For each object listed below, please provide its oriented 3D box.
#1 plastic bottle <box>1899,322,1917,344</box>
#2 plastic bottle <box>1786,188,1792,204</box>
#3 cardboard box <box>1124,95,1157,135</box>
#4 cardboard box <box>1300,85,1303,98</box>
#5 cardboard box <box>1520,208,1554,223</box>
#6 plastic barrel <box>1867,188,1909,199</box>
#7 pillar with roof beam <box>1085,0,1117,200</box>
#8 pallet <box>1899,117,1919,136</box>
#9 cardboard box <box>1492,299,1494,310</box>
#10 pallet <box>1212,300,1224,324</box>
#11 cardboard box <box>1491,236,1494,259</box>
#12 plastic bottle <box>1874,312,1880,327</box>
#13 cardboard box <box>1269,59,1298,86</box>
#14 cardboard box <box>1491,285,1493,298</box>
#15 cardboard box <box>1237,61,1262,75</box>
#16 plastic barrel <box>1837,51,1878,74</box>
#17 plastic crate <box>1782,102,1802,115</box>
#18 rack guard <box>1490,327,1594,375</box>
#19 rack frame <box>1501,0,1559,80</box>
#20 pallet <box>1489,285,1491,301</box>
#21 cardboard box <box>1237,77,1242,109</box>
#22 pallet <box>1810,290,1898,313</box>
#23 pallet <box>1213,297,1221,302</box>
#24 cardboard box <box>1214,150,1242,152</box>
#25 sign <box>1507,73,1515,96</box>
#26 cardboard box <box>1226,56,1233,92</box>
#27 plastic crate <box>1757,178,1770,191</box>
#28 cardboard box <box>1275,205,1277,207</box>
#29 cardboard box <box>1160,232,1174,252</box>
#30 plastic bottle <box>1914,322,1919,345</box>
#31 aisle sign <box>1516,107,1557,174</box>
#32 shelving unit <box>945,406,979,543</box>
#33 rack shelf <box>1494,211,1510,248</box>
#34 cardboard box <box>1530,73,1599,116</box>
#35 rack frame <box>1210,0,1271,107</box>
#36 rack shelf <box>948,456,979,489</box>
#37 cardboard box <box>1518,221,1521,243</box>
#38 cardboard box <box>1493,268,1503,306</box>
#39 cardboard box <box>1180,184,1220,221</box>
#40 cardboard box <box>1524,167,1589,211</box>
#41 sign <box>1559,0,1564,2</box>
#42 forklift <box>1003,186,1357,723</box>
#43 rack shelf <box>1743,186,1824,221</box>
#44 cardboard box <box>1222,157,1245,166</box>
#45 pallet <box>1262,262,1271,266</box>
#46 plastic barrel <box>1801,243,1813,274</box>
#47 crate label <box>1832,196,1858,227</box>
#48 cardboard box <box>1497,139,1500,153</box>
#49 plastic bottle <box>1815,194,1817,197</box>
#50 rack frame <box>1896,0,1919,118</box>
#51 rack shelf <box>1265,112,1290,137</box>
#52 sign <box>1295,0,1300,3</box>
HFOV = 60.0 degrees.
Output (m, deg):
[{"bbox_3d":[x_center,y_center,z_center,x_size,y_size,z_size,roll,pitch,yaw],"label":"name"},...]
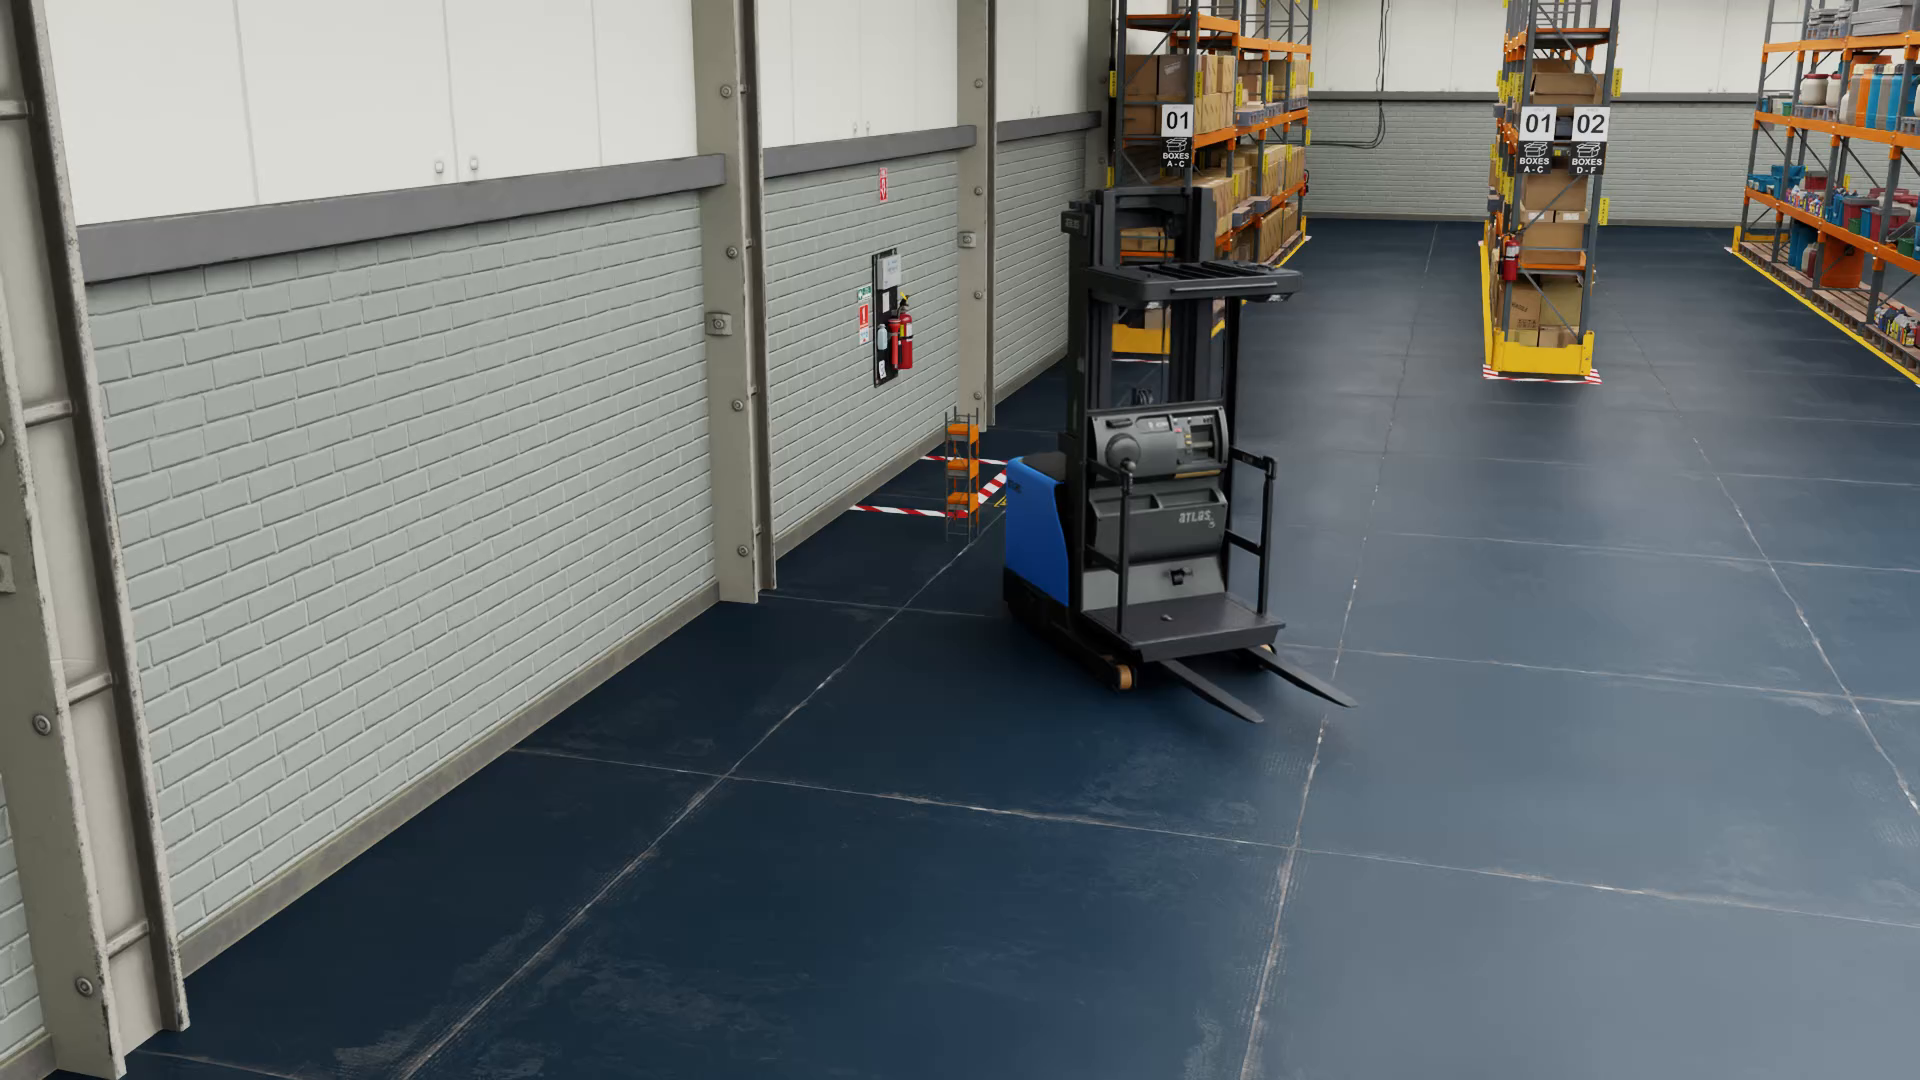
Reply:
[{"bbox_3d":[12.200,-2.658,21.390,0.152,0.276,0.135,5,17,16],"label":"plastic bottle"},{"bbox_3d":[14.860,-6.164,29.780,0.061,0.283,0.133,5,16,16],"label":"plastic bottle"},{"bbox_3d":[2.378,-5.577,21.777,0.500,0.500,0.500,6,17,20],"label":"cardboard box"},{"bbox_3d":[6.806,-9.269,34.337,0.500,0.250,0.500,4,16,14],"label":"cardboard box"},{"bbox_3d":[7.179,-4.039,20.700,0.380,0.149,0.250,4,16,15],"label":"cardboard box"},{"bbox_3d":[14.433,-5.192,25.889,0.600,0.536,0.708,5,16,16],"label":"plastic barrel"},{"bbox_3d":[6.000,-6.750,20.635,9.100,9.000,0.400,5,16,16],"label":"pillar with roof beam"},{"bbox_3d":[13.026,-5.381,21.653,1.213,0.211,1.003,5,16,16],"label":"pallet"},{"bbox_3d":[7.820,-3.261,23.600,0.500,0.250,0.500,5,16,16],"label":"cardboard box"},{"bbox_3d":[3.482,-3.474,25.189,1.003,0.211,1.213,5,16,16],"label":"pallet"},{"bbox_3d":[9.858,-5.202,29.947,0.500,0.500,0.500,4,16,14],"label":"cardboard box"},{"bbox_3d":[12.598,-3.015,22.783,0.097,0.201,0.097,0,16,0],"label":"plastic bottle"},{"bbox_3d":[6.384,-9.233,32.836,0.500,0.500,0.500,4,16,15],"label":"cardboard box"},{"bbox_3d":[8.520,-3.887,25.805,0.500,0.250,0.500,5,17,17],"label":"cardboard box"},{"bbox_3d":[5.394,-8.785,30.943,0.500,0.250,0.500,4,16,14],"label":"cardboard box"},{"bbox_3d":[15.073,-7.746,27.957,0.600,0.901,0.708,5,16,16],"label":"plastic barrel"},{"bbox_3d":[15.364,-7.944,30.649,0.416,0.233,0.300,5,16,16],"label":"plastic crate"},{"bbox_3d":[7.246,-2.355,20.716,1.175,0.500,0.348,5,16,16],"label":"rack guard"},{"bbox_3d":[11.800,-10.636,34.337,1.000,3.000,0.127,5,16,16],"label":"rack frame"},{"bbox_3d":[9.255,-4.103,27.408,1.003,0.211,1.213,5,16,16],"label":"pallet"},{"bbox_3d":[4.222,-7.146,26.578,0.500,0.500,0.500,4,16,14],"label":"cardboard box"},{"bbox_3d":[14.017,-3.731,26.095,1.003,0.211,1.213,5,16,16],"label":"pallet"},{"bbox_3d":[3.859,-3.856,26.537,1.003,0.211,1.213,5,16,16],"label":"pallet"},{"bbox_3d":[4.807,-6.876,29.934,0.500,0.250,0.500,4,16,14],"label":"cardboard box"},{"bbox_3d":[7.867,-6.493,23.703,0.100,0.325,0.005,5,16,16],"label":"sign"},{"bbox_3d":[3.610,-6.678,23.828,0.500,0.500,0.500,6,17,19],"label":"cardboard box"},{"bbox_3d":[15.788,-6.930,32.460,0.416,0.233,0.300,5,16,16],"label":"plastic crate"},{"bbox_3d":[6.504,-7.037,35.266,0.380,0.149,0.250,5,17,17],"label":"cardboard box"},{"bbox_3d":[2.946,-3.988,22.129,0.500,0.250,0.500,4,16,14],"label":"cardboard box"},{"bbox_3d":[12.303,-2.654,21.361,0.061,0.283,0.133,5,16,16],"label":"plastic bottle"},{"bbox_3d":[6.953,-4.820,20.062,0.394,0.787,0.004,5,16,16],"label":"aisle sign"},{"bbox_3d":[0.015,-0.519,13.235,0.215,1.050,0.252,5,16,16],"label":"shelving unit"},{"bbox_3d":[8.958,-4.788,26.030,1.077,0.370,4.000,5,16,16],"label":"rack shelf"},{"bbox_3d":[7.420,-5.476,20.426,0.797,0.503,0.637,6,17,20],"label":"cardboard box"},{"bbox_3d":[4.776,-8.926,28.309,1.000,3.000,0.127,5,16,16],"label":"rack frame"},{"bbox_3d":[0.015,-0.509,13.238,0.215,0.259,0.240,5,16,16],"label":"rack shelf"},{"bbox_3d":[7.689,-4.000,21.753,0.700,0.500,0.500,5,17,16],"label":"cardboard box"},{"bbox_3d":[7.674,-3.492,23.038,0.500,0.500,0.500,5,16,16],"label":"cardboard box"},{"bbox_3d":[3.364,-4.746,23.429,0.500,0.500,0.500,5,17,18],"label":"cardboard box"},{"bbox_3d":[7.413,-4.371,20.683,0.700,0.500,0.500,5,16,16],"label":"cardboard box"},{"bbox_3d":[12.326,-11.113,34.017,0.100,0.325,0.005,5,16,16],"label":"sign"},{"bbox_3d":[1.330,-0.622,10.150,1.130,2.935,3.031,-6,17,-22],"label":"forklift"},{"bbox_3d":[15.980,-6.495,32.051,1.077,0.370,4.000,5,16,16],"label":"rack shelf"},{"bbox_3d":[4.707,-6.519,28.639,0.380,0.149,0.250,2,16,9],"label":"cardboard box"},{"bbox_3d":[5.072,-4.899,30.214,1.003,0.211,1.213,5,16,16],"label":"pallet"},{"bbox_3d":[14.793,-4.856,28.744,0.421,0.512,0.421,0,16,0],"label":"plastic barrel"},{"bbox_3d":[13.733,-5.050,25.571,0.502,0.435,0.616,5,16,16],"label":"crate label"},{"bbox_3d":[10.702,-7.519,32.326,0.500,0.500,0.500,4,16,15],"label":"cardboard box"},{"bbox_3d":[14.609,-5.772,28.417,0.097,0.271,0.097,0,16,0],"label":"plastic bottle"},{"bbox_3d":[13.138,-7.111,21.911,1.000,3.000,0.127,5,16,16],"label":"rack frame"},{"bbox_3d":[5.344,-7.660,30.661,1.077,0.370,4.000,5,16,16],"label":"rack shelf"},{"bbox_3d":[6.436,-10.421,31.723,0.100,0.325,0.005,5,16,16],"label":"sign"}]
